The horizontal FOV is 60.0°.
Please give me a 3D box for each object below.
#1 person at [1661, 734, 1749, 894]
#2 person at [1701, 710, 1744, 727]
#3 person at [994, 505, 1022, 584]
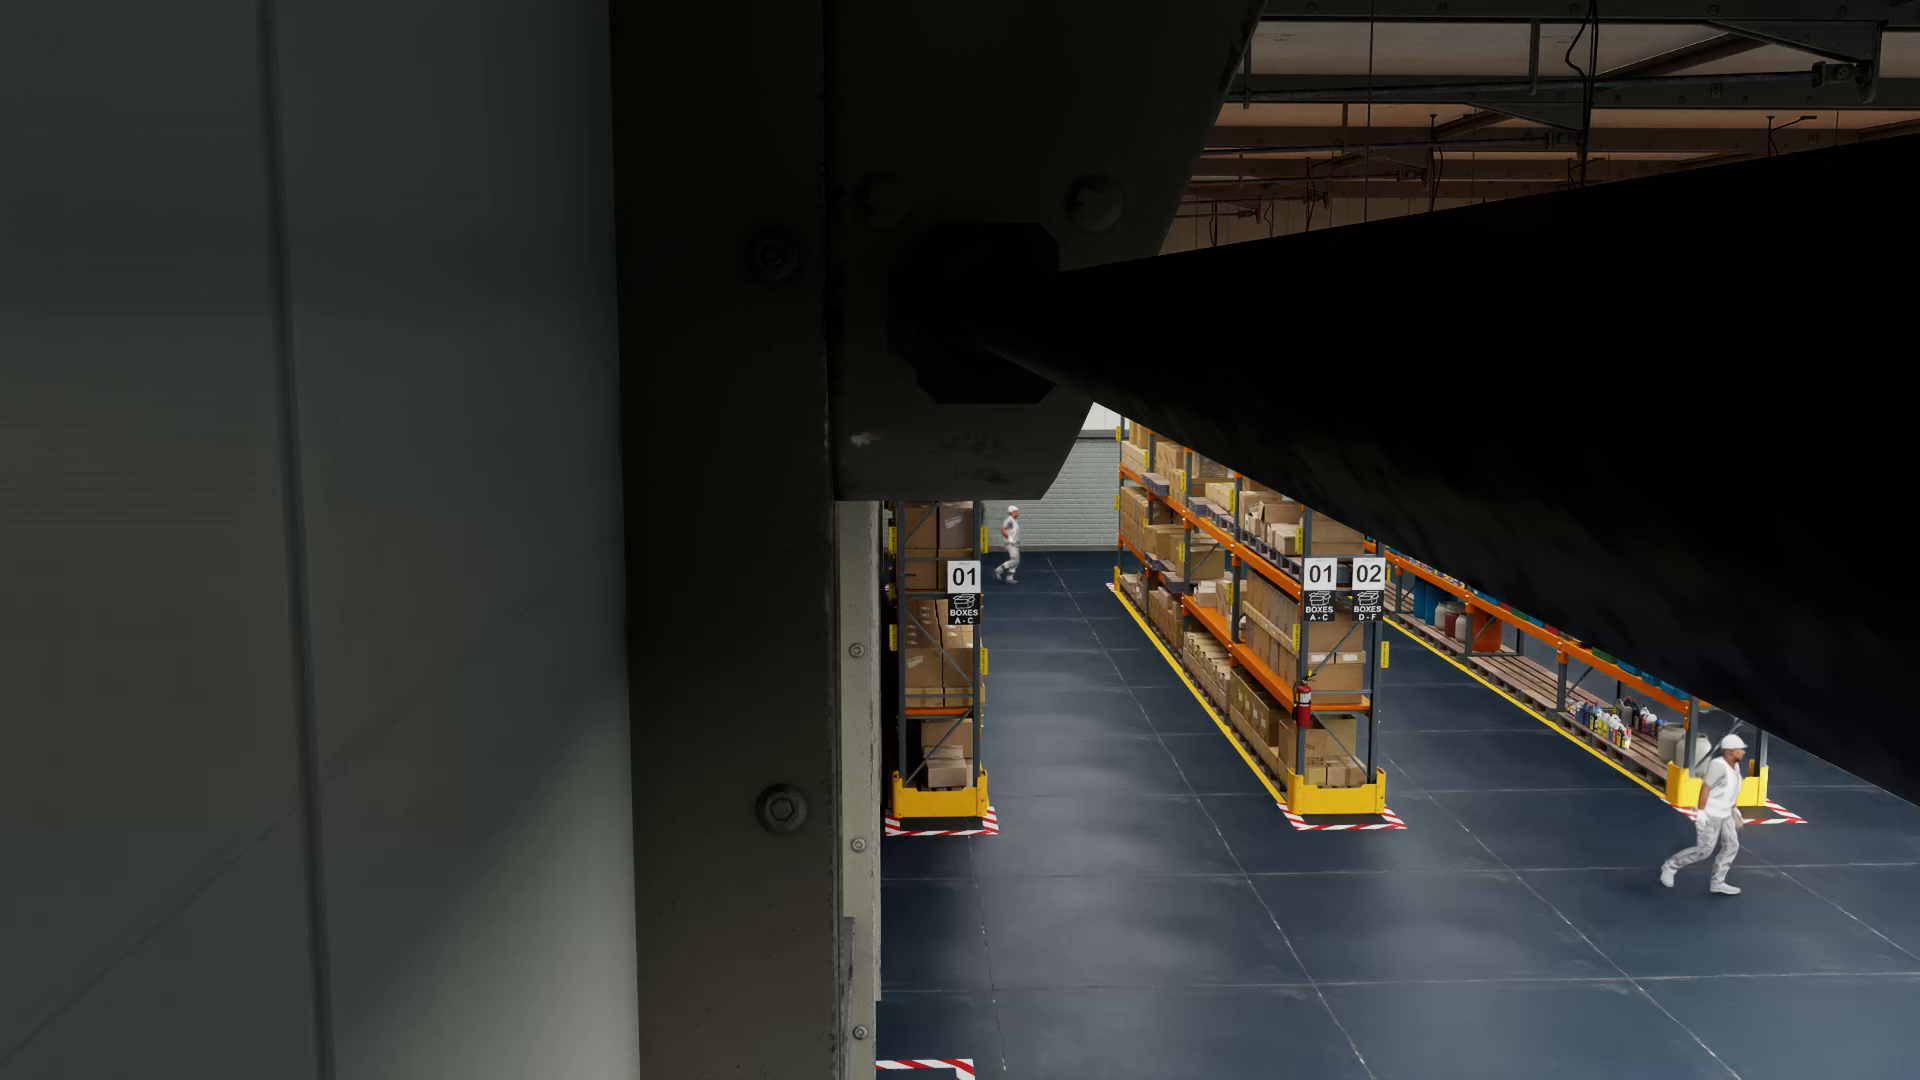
[{"bbox_3d":[8.003,2.923,17.853,0.775,1.728,0.776,6,10,38],"label":"person"},{"bbox_3d":[11.596,1.995,25.149,0.559,1.512,1.032,-2,8,-12],"label":"person"},{"bbox_3d":[1.099,0.093,37.458,0.564,1.742,0.731,1,8,8],"label":"person"}]
